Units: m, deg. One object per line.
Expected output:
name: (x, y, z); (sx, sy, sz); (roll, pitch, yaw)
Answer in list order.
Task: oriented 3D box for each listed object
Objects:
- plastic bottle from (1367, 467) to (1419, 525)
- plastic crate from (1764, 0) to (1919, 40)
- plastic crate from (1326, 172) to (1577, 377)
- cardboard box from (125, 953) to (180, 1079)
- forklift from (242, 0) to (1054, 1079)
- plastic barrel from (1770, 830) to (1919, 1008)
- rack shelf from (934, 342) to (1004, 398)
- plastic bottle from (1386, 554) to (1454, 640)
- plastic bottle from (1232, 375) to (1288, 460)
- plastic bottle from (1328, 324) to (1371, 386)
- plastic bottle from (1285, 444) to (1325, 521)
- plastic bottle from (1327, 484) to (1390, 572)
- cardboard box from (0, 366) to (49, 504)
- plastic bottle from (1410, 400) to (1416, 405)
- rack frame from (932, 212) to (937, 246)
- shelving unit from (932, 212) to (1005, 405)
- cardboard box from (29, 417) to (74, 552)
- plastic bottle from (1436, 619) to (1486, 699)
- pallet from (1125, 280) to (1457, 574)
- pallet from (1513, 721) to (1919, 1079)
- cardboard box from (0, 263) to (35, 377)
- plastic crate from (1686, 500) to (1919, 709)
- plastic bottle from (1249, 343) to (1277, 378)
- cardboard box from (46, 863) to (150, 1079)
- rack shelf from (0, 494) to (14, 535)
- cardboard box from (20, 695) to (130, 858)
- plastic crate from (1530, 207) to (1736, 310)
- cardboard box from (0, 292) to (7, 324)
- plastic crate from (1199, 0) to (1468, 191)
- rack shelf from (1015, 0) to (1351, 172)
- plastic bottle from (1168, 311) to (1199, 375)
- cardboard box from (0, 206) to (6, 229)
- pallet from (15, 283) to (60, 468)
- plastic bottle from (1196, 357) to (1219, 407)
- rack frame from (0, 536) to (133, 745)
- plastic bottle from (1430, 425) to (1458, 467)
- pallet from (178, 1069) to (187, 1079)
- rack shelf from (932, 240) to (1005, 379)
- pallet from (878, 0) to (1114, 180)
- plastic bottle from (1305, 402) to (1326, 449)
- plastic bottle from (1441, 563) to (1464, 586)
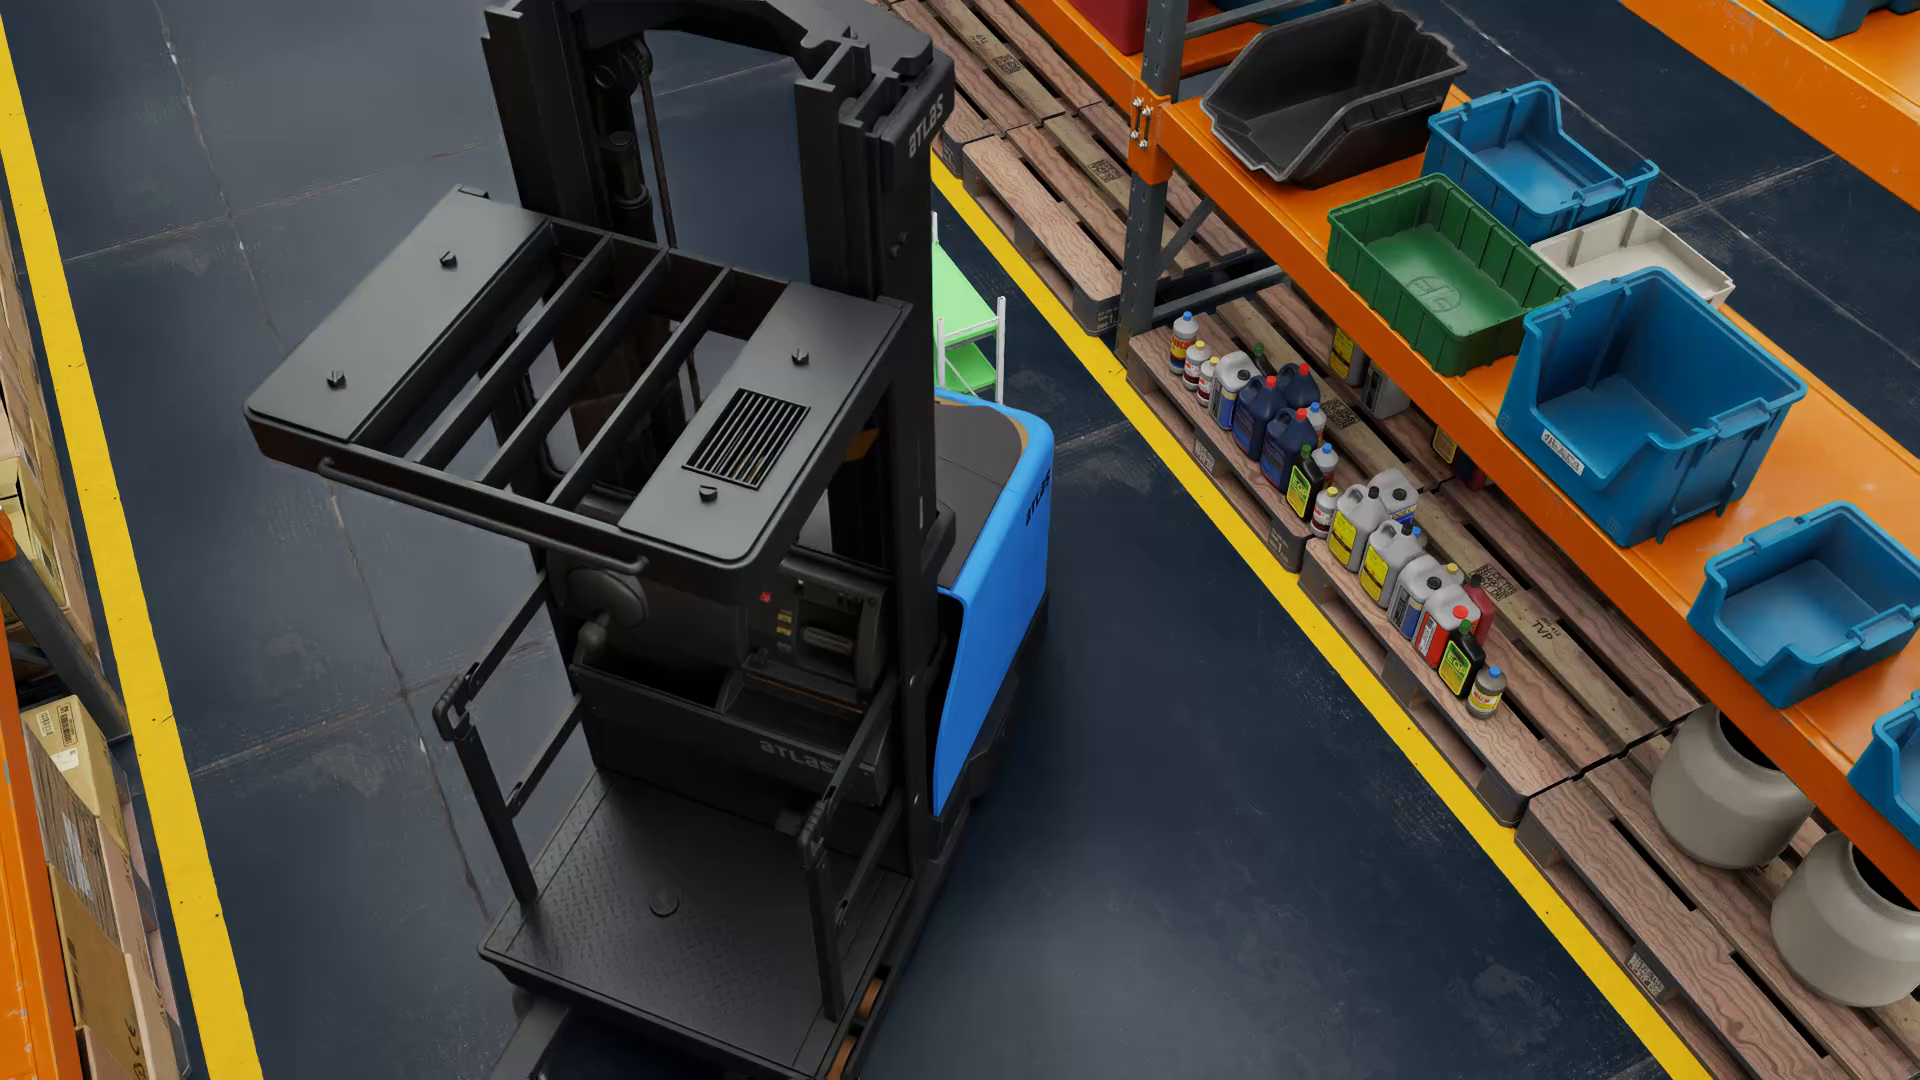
plastic bottle: (1.516, -0.114, 5.874); (0.152, 0.276, 0.135); (-21, 52, -18)
plastic crate: (1.804, -1.369, 3.473); (0.392, 0.384, 0.575); (-21, 52, -18)
plastic crate: (1.484, -0.816, 5.112); (0.450, 0.188, 0.662); (-21, 52, -18)
cardboard box: (-2.424, 1.482, 4.509); (0.500, 0.250, 0.500); (-21, 52, -18)
forklift: (-0.709, 0.262, 4.073); (1.130, 2.935, 3.031); (17, 51, 14)
plastic barrel: (2.575, 1.052, 4.711); (0.421, 0.512, 0.421); (0, 49, 0)
rack shelf: (-0.076, -0.622, 5.763); (0.258, 0.148, 0.480); (-21, 52, -18)
plastic bottle: (1.560, 0.188, 5.610); (0.152, 0.276, 0.135); (-23, 53, -19)
plastic bottle: (1.114, -0.481, 6.146); (0.144, 0.351, 0.185); (-20, 52, -17)
plastic bottle: (1.537, -0.783, 6.410); (0.144, 0.351, 0.185); (-21, 52, -18)
plastic bottle: (1.239, -0.208, 5.951); (0.061, 0.283, 0.133); (-19, 52, -16)
plastic bottle: (1.395, -0.070, 5.786); (0.144, 0.351, 0.185); (-22, 52, -18)
cardboard box: (-3.484, -0.305, 5.699); (0.500, 0.311, 0.500); (-22, 52, -18)
plastic bottle: (1.753, -0.704, 6.341); (0.144, 0.351, 0.185); (-24, 53, -19)
rack frame: (-0.187, -0.669, 6.038); (0.240, 1.200, 0.015); (-21, 52, -18)
shelving unit: (-0.076, -0.506, 5.895); (0.258, 1.200, 0.503); (-21, 52, -18)
cardboard box: (-3.489, -0.119, 5.909); (0.500, 0.250, 0.500); (-20, 52, -17)
plastic bottle: (1.645, 0.385, 5.433); (0.061, 0.283, 0.133); (-20, 52, -17)
pallet: (1.384, -0.510, 6.556); (1.003, 0.211, 1.213); (-21, 52, -18)
pallet: (2.501, 1.123, 5.127); (1.003, 0.211, 1.213); (-21, 52, -18)
cardboard box: (-3.960, -0.805, 6.509); (0.500, 0.250, 0.500); (-20, 52, -17)
plastic crate: (2.157, 0.166, 4.211); (0.499, 0.251, 0.408); (-21, 52, -18)
plastic bottle: (1.137, -0.608, 6.301); (0.061, 0.283, 0.133); (-21, 52, -18)
cardboard box: (-2.435, 1.239, 4.223); (0.500, 0.500, 0.500); (-21, 52, -18)
rack shelf: (-4.207, -1.290, 5.863); (1.077, 0.370, 4.000); (-21, 52, -18)
cardboard box: (-2.885, 0.814, 5.093); (0.500, 0.250, 0.500); (-21, 52, -18)
plastic crate: (2.082, -0.805, 5.137); (0.530, 0.136, 0.437); (-21, 52, -18)
cardboard box: (-3.964, -0.997, 6.304); (0.500, 0.311, 0.500); (-20, 52, -17)
plastic crate: (1.241, -1.477, 5.590); (0.767, 0.338, 0.504); (-21, 52, -18)
rack shelf: (0.199, -2.993, 7.353); (1.077, 0.370, 4.000); (-21, 52, -18)
plastic bottle: (0.870, -0.774, 6.455); (0.097, 0.271, 0.097); (0, 49, 0)
cardboard box: (-4.426, -1.486, 7.105); (0.500, 0.250, 0.500); (-22, 52, -18)
pallet: (-4.226, -0.567, 6.606); (1.003, 0.211, 1.213); (-21, 52, -18)
plastic bottle: (0.963, -0.615, 6.362); (0.097, 0.201, 0.097); (0, 49, 0)
rack frame: (-3.292, -0.188, 4.422); (1.000, 3.000, 0.127); (-21, 52, -18)
plastic bottle: (1.821, -0.413, 6.131); (0.061, 0.283, 0.133); (-21, 52, -18)
pallet: (-2.403, 2.094, 4.278); (1.003, 0.211, 1.213); (-21, 52, -18)
rack shelf: (-0.076, -0.780, 5.582); (0.258, 0.148, 0.480); (-21, 52, -18)
pallet: (0.158, -2.304, 8.124); (1.003, 0.211, 1.213); (-21, 52, -18)
plastic bottle: (1.288, -0.400, 6.127); (0.097, 0.271, 0.097); (0, 49, 0)
plastic bottle: (1.662, 0.157, 5.686); (0.097, 0.201, 0.097); (0, 49, 0)
